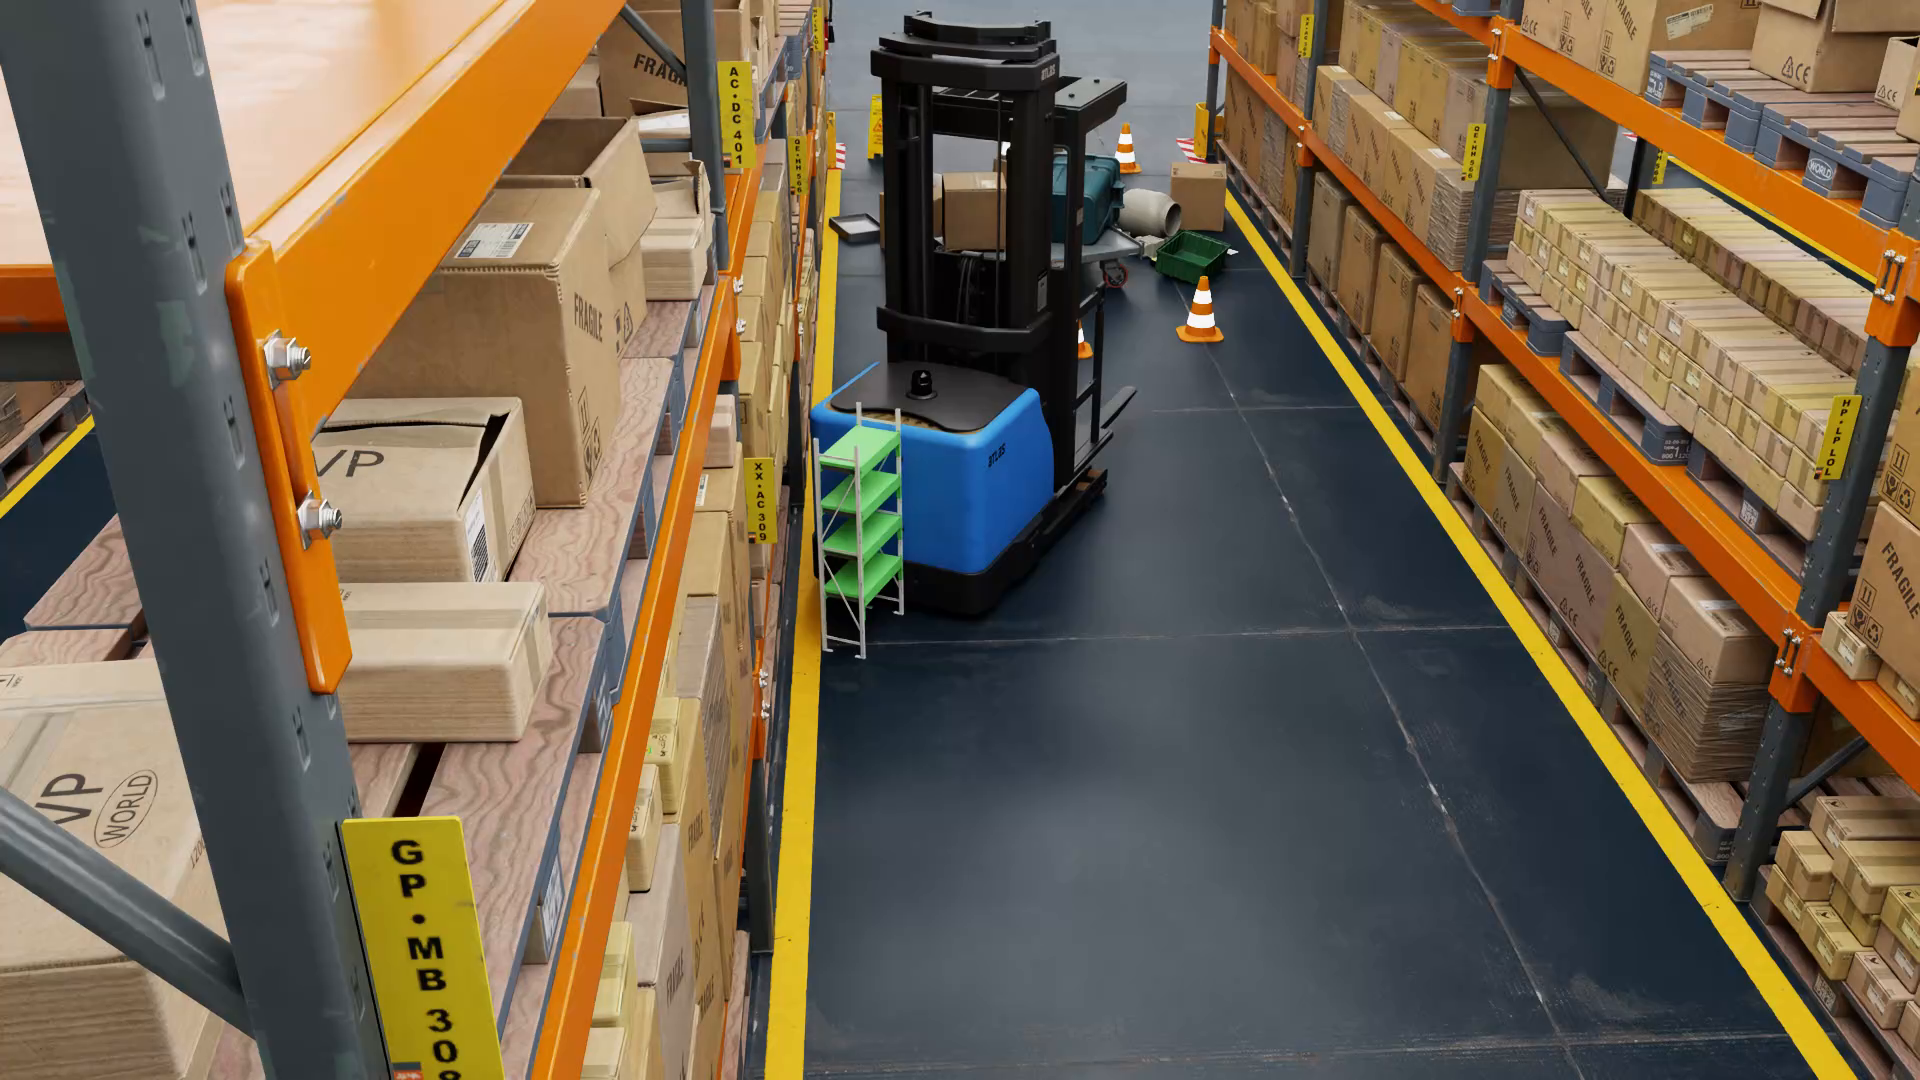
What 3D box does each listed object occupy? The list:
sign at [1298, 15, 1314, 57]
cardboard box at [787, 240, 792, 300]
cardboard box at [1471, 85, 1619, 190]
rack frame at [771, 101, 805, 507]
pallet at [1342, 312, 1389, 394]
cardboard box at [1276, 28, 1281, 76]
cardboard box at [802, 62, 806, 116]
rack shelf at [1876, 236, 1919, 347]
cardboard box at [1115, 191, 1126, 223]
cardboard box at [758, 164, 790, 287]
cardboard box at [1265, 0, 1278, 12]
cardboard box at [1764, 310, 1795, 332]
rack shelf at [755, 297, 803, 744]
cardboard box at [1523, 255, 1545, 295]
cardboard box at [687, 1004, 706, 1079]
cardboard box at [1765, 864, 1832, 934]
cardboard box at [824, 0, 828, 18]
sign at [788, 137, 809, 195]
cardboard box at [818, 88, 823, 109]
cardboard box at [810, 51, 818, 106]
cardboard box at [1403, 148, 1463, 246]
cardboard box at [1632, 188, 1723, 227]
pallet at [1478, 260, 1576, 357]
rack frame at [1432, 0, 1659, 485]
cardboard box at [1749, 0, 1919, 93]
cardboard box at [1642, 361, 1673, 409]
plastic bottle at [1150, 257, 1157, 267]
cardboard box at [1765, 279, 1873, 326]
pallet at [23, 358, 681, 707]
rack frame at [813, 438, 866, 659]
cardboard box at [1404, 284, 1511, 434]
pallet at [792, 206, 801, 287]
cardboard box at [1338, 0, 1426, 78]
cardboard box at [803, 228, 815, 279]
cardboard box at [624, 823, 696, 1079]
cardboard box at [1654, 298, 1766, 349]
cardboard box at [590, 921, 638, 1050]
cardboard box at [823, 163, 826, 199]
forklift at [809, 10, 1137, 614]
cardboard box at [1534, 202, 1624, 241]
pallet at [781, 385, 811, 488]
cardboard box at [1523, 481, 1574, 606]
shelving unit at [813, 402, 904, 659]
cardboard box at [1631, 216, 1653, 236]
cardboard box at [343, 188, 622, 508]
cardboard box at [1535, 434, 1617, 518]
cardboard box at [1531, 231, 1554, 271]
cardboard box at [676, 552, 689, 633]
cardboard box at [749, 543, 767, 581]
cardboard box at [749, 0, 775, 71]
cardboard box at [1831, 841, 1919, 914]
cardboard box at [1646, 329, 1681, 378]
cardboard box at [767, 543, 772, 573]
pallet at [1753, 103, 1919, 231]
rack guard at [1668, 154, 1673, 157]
[{"bbox_3d":[2.724,-3.967,13.090,0.100,0.325,0.005,-1,28,-3],"label":"sign"},{"bbox_3d":[-1.172,-1.486,8.977,0.500,0.250,0.500,-1,28,-3],"label":"cardboard box"},{"bbox_3d":[3.474,-2.410,9.937,0.700,0.500,0.500,-2,28,-3],"label":"cardboard box"},{"bbox_3d":[-1.451,-1.548,9.475,1.000,3.000,0.127,-1,28,-3],"label":"rack frame"},{"bbox_3d":[3.460,-1.406,12.217,1.003,0.211,1.213,-1,28,-3],"label":"pallet"},{"bbox_3d":[3.285,-4.304,14.596,0.875,0.550,0.550,-1,28,-3],"label":"cardboard box"},{"bbox_3d":[-1.379,-3.321,11.990,0.500,0.500,0.500,-1,28,-2],"label":"cardboard box"},{"bbox_3d":[3.800,0.045,3.953,1.077,0.370,4.000,-1,28,-3],"label":"rack shelf"},{"bbox_3d":[1.349,-3.099,15.404,0.396,0.266,0.258,3,28,6],"label":"cardboard box"},{"bbox_3d":[-1.128,-1.567,8.321,0.500,0.500,0.500,-1,28,-2],"label":"cardboard box"},{"bbox_3d":[3.222,-5.027,14.814,0.875,0.550,0.500,-1,28,-3],"label":"cardboard box"},{"bbox_3d":[4.051,-0.989,7.899,0.380,0.149,0.250,-2,28,-4],"label":"cardboard box"},{"bbox_3d":[-1.347,-0.306,7.870,1.077,0.370,4.000,-1,28,-3],"label":"rack shelf"},{"bbox_3d":[3.323,-1.454,9.111,0.380,0.149,0.250,0,28,0],"label":"cardboard box"},{"bbox_3d":[-0.834,1.405,3.704,0.500,0.500,0.500,-2,28,-3],"label":"cardboard box"},{"bbox_3d":[3.394,1.387,6.477,0.380,0.149,0.250,-3,28,-5],"label":"cardboard box"},{"bbox_3d":[-1.470,-4.692,13.992,0.700,0.500,0.500,-2,28,-4],"label":"cardboard box"},{"bbox_3d":[-0.897,-2.077,9.236,0.100,0.325,0.005,-1,28,-3],"label":"sign"},{"bbox_3d":[-1.458,-4.060,15.298,0.380,0.149,0.250,0,28,0],"label":"cardboard box"},{"bbox_3d":[-1.404,-3.782,13.327,0.500,0.500,0.500,-1,28,-3],"label":"cardboard box"},{"bbox_3d":[3.171,-2.191,10.598,0.500,0.500,0.500,-1,28,-3],"label":"cardboard box"},{"bbox_3d":[3.970,-1.838,9.204,0.380,0.149,0.250,-2,28,-5],"label":"cardboard box"},{"bbox_3d":[3.631,-1.303,9.212,1.213,0.211,1.003,-1,28,-3],"label":"pallet"},{"bbox_3d":[3.487,-1.714,9.793,1.000,3.000,0.127,-1,28,-3],"label":"rack frame"},{"bbox_3d":[3.746,-2.146,6.811,0.797,0.503,0.637,-2,28,-3],"label":"cardboard box"},{"bbox_3d":[3.406,-0.722,7.709,0.380,0.149,0.250,0,28,0],"label":"cardboard box"},{"bbox_3d":[1.757,-2.350,14.189,0.133,0.061,0.283,-17,32,-29],"label":"plastic bottle"},{"bbox_3d":[4.049,-1.120,7.829,0.380,0.149,0.250,-1,28,-1],"label":"cardboard box"},{"bbox_3d":[-1.149,-0.052,3.457,1.003,0.211,1.213,-1,28,-3],"label":"pallet"},{"bbox_3d":[-0.601,0.059,8.339,0.240,1.200,0.015,11,29,20],"label":"rack frame"},{"bbox_3d":[3.545,-1.187,10.760,1.050,0.750,0.750,-2,28,-3],"label":"cardboard box"},{"bbox_3d":[-1.595,-1.790,10.145,1.213,0.211,1.003,-1,28,-3],"label":"pallet"},{"bbox_3d":[3.310,-3.820,12.642,0.700,0.500,0.500,-2,28,-4],"label":"cardboard box"},{"bbox_3d":[-1.630,-2.174,13.063,0.950,0.372,0.625,-1,28,-2],"label":"cardboard box"},{"bbox_3d":[-0.842,0.954,3.488,0.500,0.500,0.500,-2,28,-3],"label":"cardboard box"},{"bbox_3d":[3.413,-0.988,7.576,0.380,0.149,0.250,-3,28,-5],"label":"cardboard box"},{"bbox_3d":[-0.791,0.837,3.010,0.380,0.149,0.250,-2,28,-4],"label":"cardboard box"},{"bbox_3d":[-1.506,-3.362,15.472,0.500,0.250,0.500,-2,28,-4],"label":"cardboard box"},{"bbox_3d":[0.260,-1.562,9.576,1.130,2.935,3.031,12,30,22],"label":"forklift"},{"bbox_3d":[3.334,-1.711,8.961,0.380,0.149,0.250,-2,28,-4],"label":"cardboard box"},{"bbox_3d":[-1.490,-0.673,10.812,1.003,0.211,1.213,-1,28,-3],"label":"pallet"},{"bbox_3d":[3.330,0.010,8.737,0.500,0.500,0.500,-2,28,-4],"label":"cardboard box"},{"bbox_3d":[-0.509,-0.045,8.539,0.258,1.200,0.503,11,29,20],"label":"shelving unit"},{"bbox_3d":[3.968,-1.704,9.269,0.380,0.149,0.250,-1,28,-2],"label":"cardboard box"},{"bbox_3d":[-0.989,-0.393,3.346,0.500,0.500,0.500,-1,28,-2],"label":"cardboard box"},{"bbox_3d":[3.321,-0.337,8.591,0.500,0.250,0.500,-1,28,-2],"label":"cardboard box"},{"bbox_3d":[3.328,-1.568,9.008,0.380,0.149,0.250,0,28,0],"label":"cardboard box"},{"bbox_3d":[-0.919,0.129,4.368,0.380,0.149,0.250,-2,28,-3],"label":"cardboard box"},{"bbox_3d":[-0.983,-0.066,6.255,0.500,0.250,0.500,-2,28,-4],"label":"cardboard box"},{"bbox_3d":[-1.069,-2.302,7.114,0.500,0.500,0.500,-1,28,-2],"label":"cardboard box"},{"bbox_3d":[3.462,1.240,6.115,0.380,0.149,0.250,0,28,0],"label":"cardboard box"},{"bbox_3d":[3.405,-0.862,7.654,0.380,0.149,0.250,-1,28,-2],"label":"cardboard box"},{"bbox_3d":[-1.030,-0.083,6.828,0.500,0.250,0.500,-2,28,-4],"label":"cardboard box"},{"bbox_3d":[3.770,-1.402,6.153,1.213,0.211,1.003,-1,28,-3],"label":"pallet"},{"bbox_3d":[8.032,-4.339,17.528,1.175,0.500,0.348,-1,28,-3],"label":"rack guard"}]
